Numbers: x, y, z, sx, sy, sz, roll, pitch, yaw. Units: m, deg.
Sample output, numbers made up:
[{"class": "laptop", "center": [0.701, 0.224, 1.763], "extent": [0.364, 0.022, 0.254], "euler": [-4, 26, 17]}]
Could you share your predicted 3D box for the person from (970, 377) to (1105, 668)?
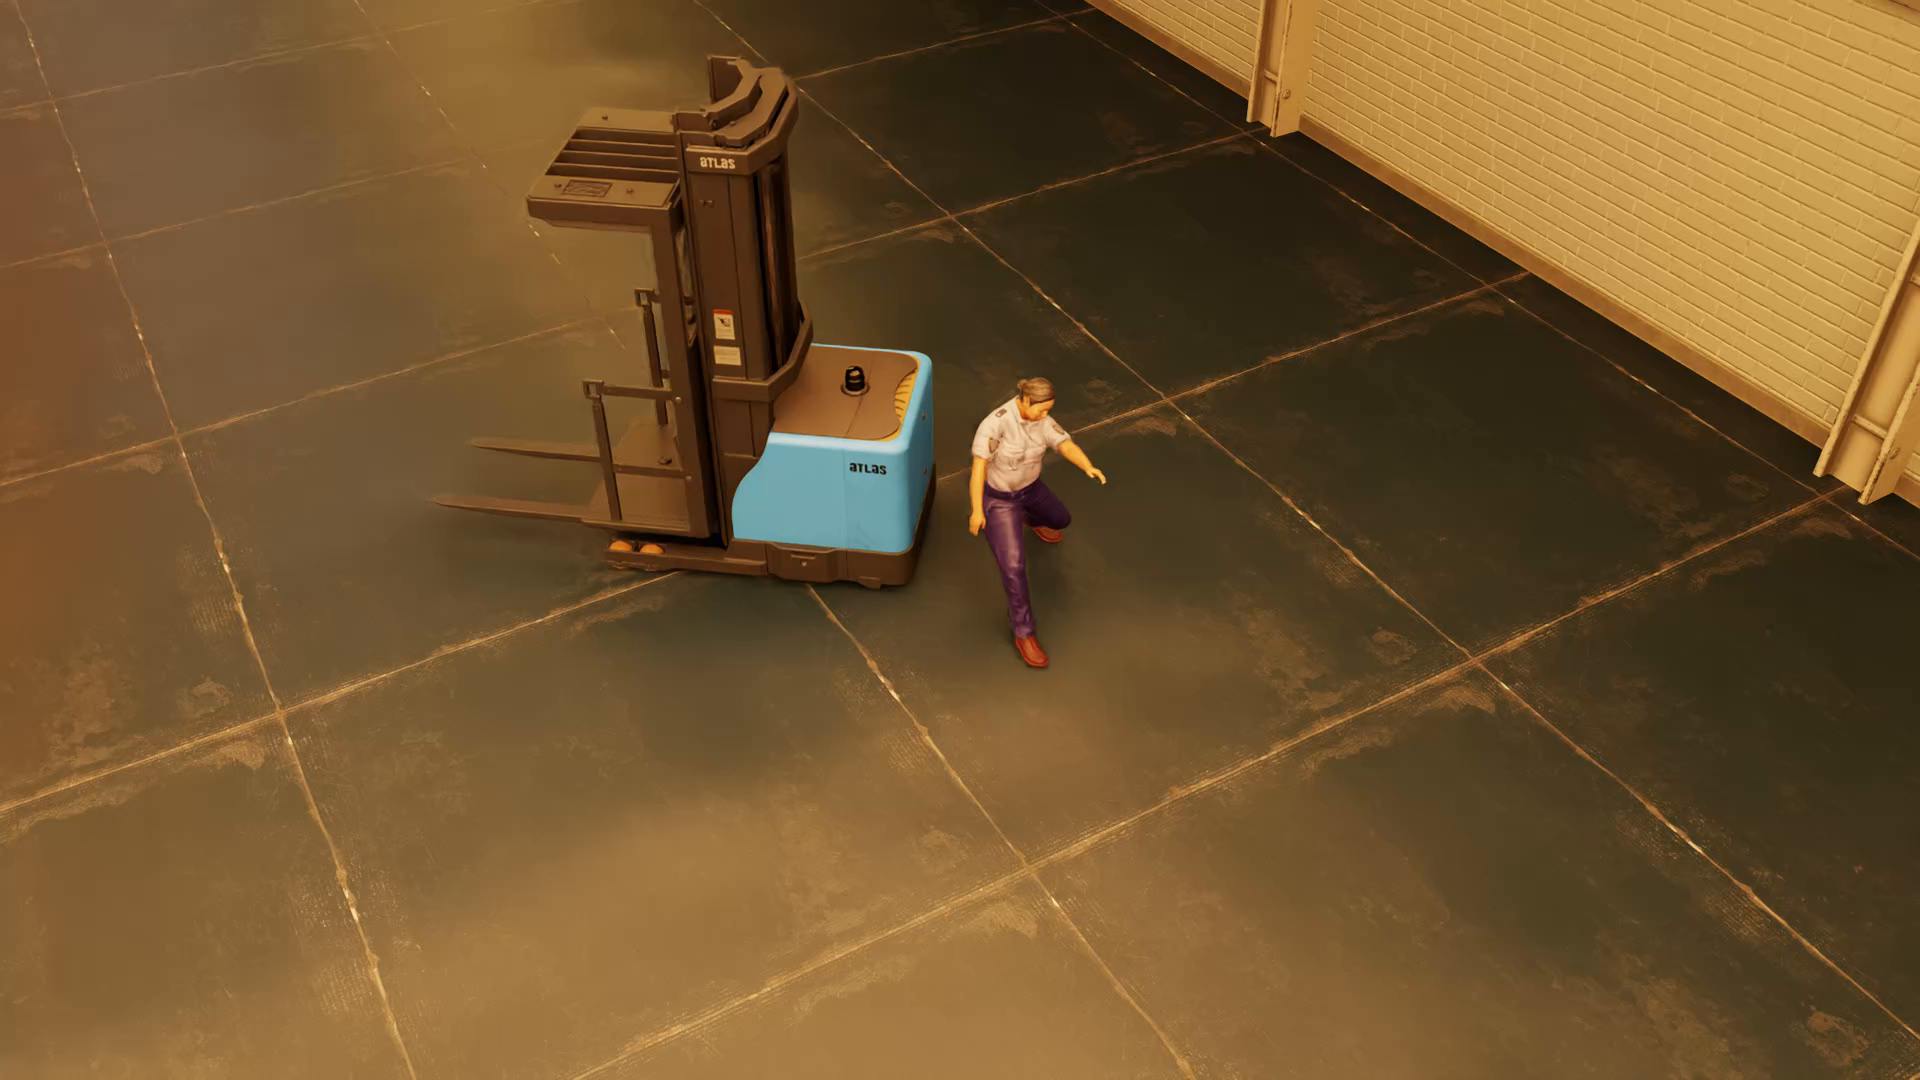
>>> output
[{"class": "person", "center": [0.458, -0.236, 9.488], "extent": [0.958, 1.427, 1.030], "euler": [-30, 48, -31]}]

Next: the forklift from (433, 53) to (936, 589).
[{"class": "forklift", "center": [-1.713, -1.264, 9.561], "extent": [3.031, 2.935, 1.130], "euler": [5, 40, 6]}]
